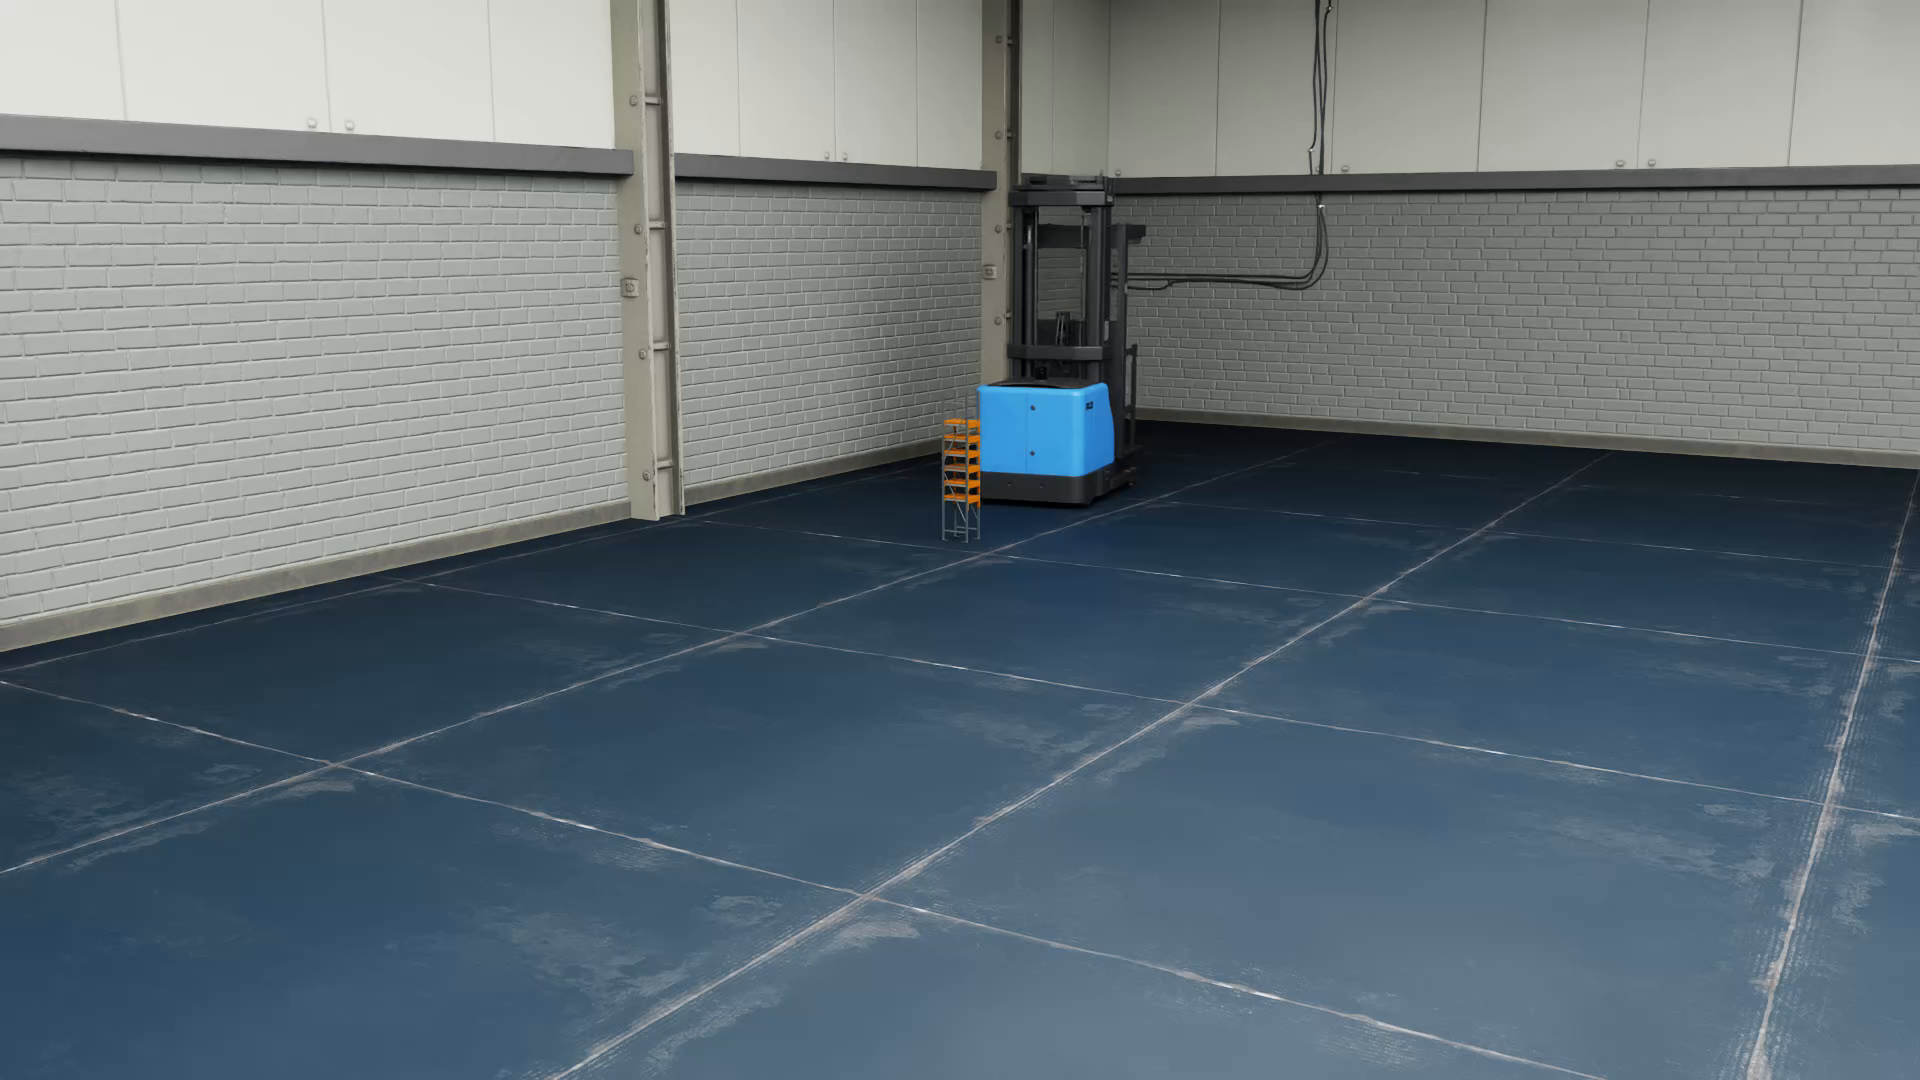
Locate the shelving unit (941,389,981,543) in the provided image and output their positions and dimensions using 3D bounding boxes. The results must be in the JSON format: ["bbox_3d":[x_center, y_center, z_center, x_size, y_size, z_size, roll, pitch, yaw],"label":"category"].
[{"bbox_3d":[0.008,-0.592,13.270,0.258,1.200,0.189,6,12,31],"label":"shelving unit"}]

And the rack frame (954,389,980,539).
[{"bbox_3d":[0.055,-0.606,13.347,0.240,1.200,0.006,6,12,31],"label":"rack frame"}]

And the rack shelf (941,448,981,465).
[{"bbox_3d":[0.008,-0.666,13.257,0.258,0.103,0.180,6,12,31],"label":"rack shelf"}]

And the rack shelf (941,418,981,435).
[{"bbox_3d":[0.008,-0.902,13.212,0.258,0.103,0.180,6,12,31],"label":"rack shelf"}]

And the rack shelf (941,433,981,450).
[{"bbox_3d":[0.008,-0.784,13.234,0.258,0.103,0.180,6,12,31],"label":"rack shelf"}]

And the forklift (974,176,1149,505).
[{"bbox_3d":[1.131,-1.981,15.986,1.130,2.935,3.031,4,11,21],"label":"forklift"}]

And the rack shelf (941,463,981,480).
[{"bbox_3d":[0.008,-0.548,13.279,0.258,0.103,0.180,6,12,31],"label":"rack shelf"}]

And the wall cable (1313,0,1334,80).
[{"bbox_3d":[5.446,-6.613,18.952,3.097,2.526,0.112,6,12,31],"label":"wall cable"}]

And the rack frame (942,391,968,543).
[{"bbox_3d":[-0.040,-0.578,13.194,0.240,1.200,0.006,6,12,31],"label":"rack frame"}]

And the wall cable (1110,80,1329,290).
[{"bbox_3d":[3.134,-4.389,20.797,3.097,2.526,0.112,6,12,31],"label":"wall cable"}]

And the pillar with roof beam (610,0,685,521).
[{"bbox_3d":[1.038,-4.224,11.474,9.100,9.000,0.400,6,12,31],"label":"pillar with roof beam"}]

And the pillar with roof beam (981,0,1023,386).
[{"bbox_3d":[4.153,-5.167,16.515,9.100,9.000,0.400,6,12,31],"label":"pillar with roof beam"}]

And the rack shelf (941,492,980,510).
[{"bbox_3d":[0.008,-0.312,13.323,0.258,0.103,0.180,6,12,31],"label":"rack shelf"}]

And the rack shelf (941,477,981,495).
[{"bbox_3d":[0.008,-0.430,13.301,0.258,0.103,0.180,6,12,31],"label":"rack shelf"}]
